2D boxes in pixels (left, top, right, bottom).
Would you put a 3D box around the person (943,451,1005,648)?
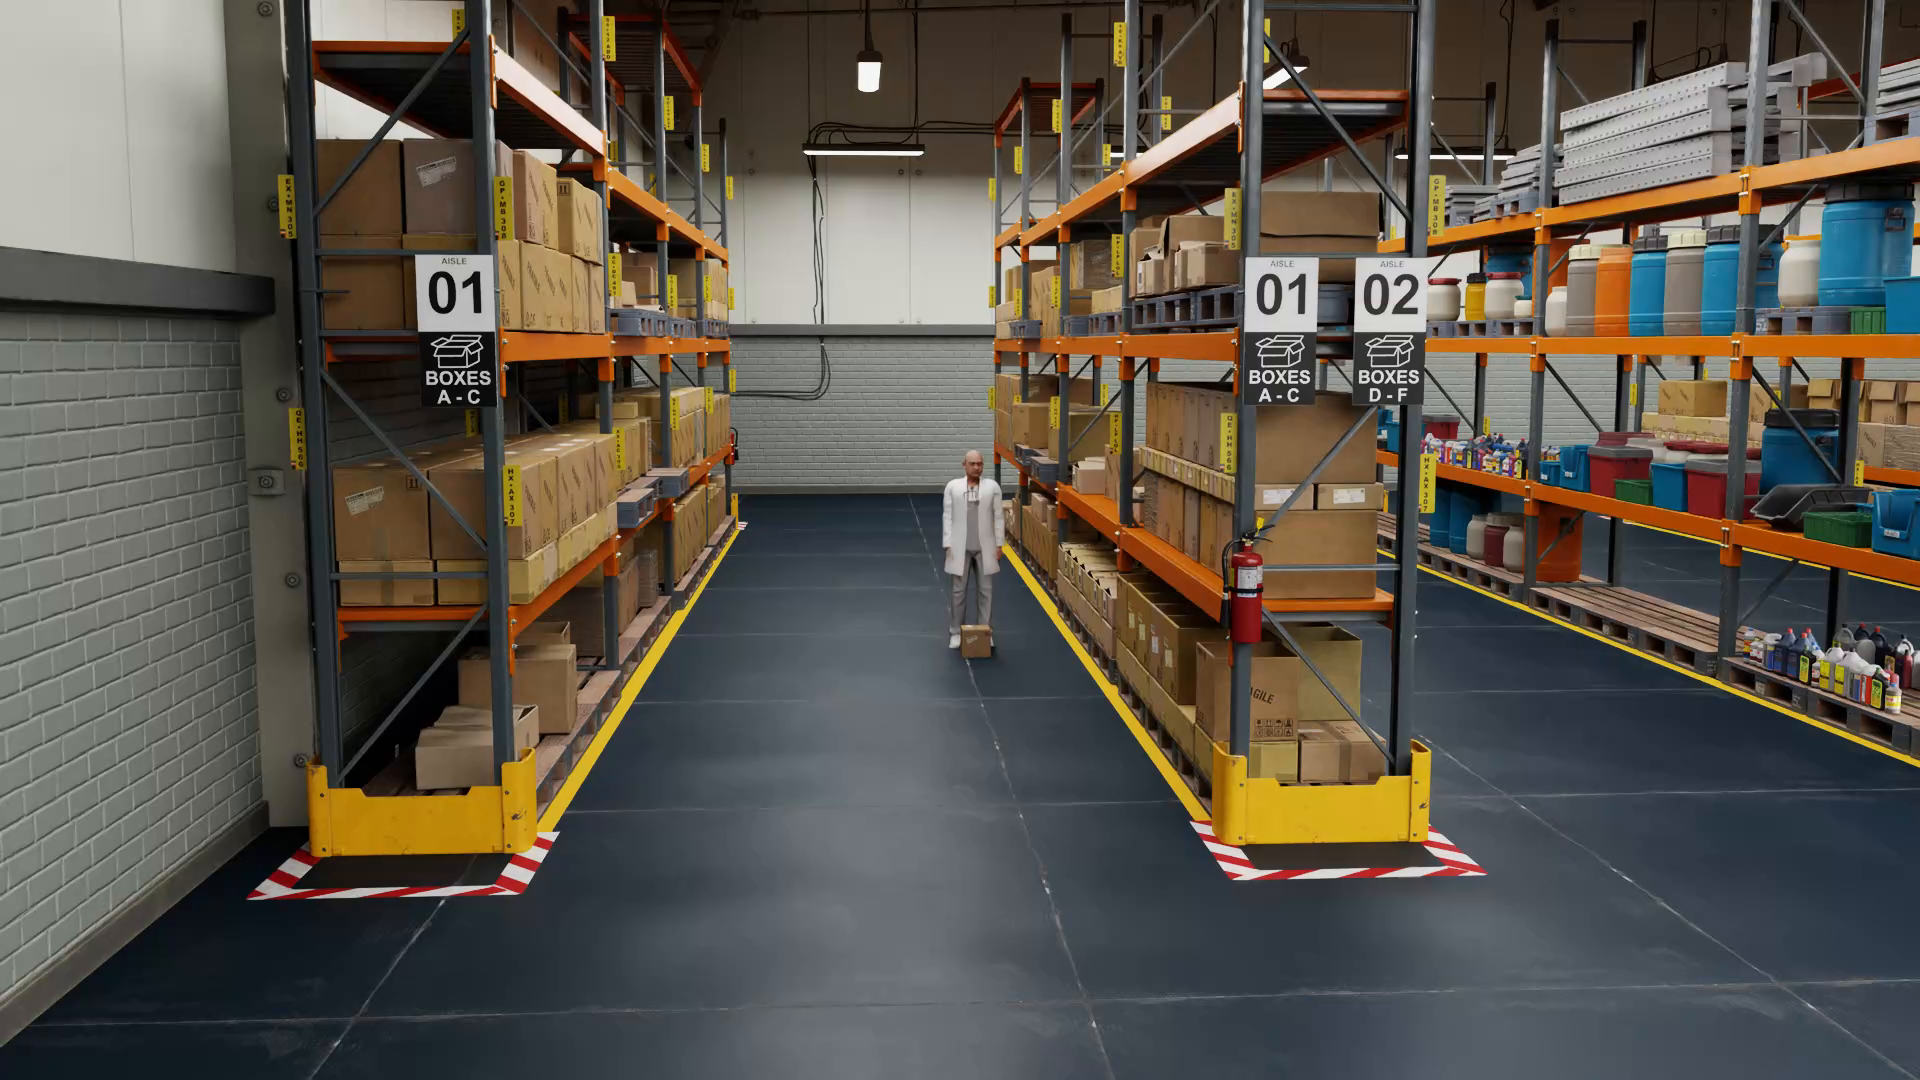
[{"bbox_3d":[0.129,0.085,15.130,0.566,1.791,0.396,0,7,-2],"label":"person"}]
